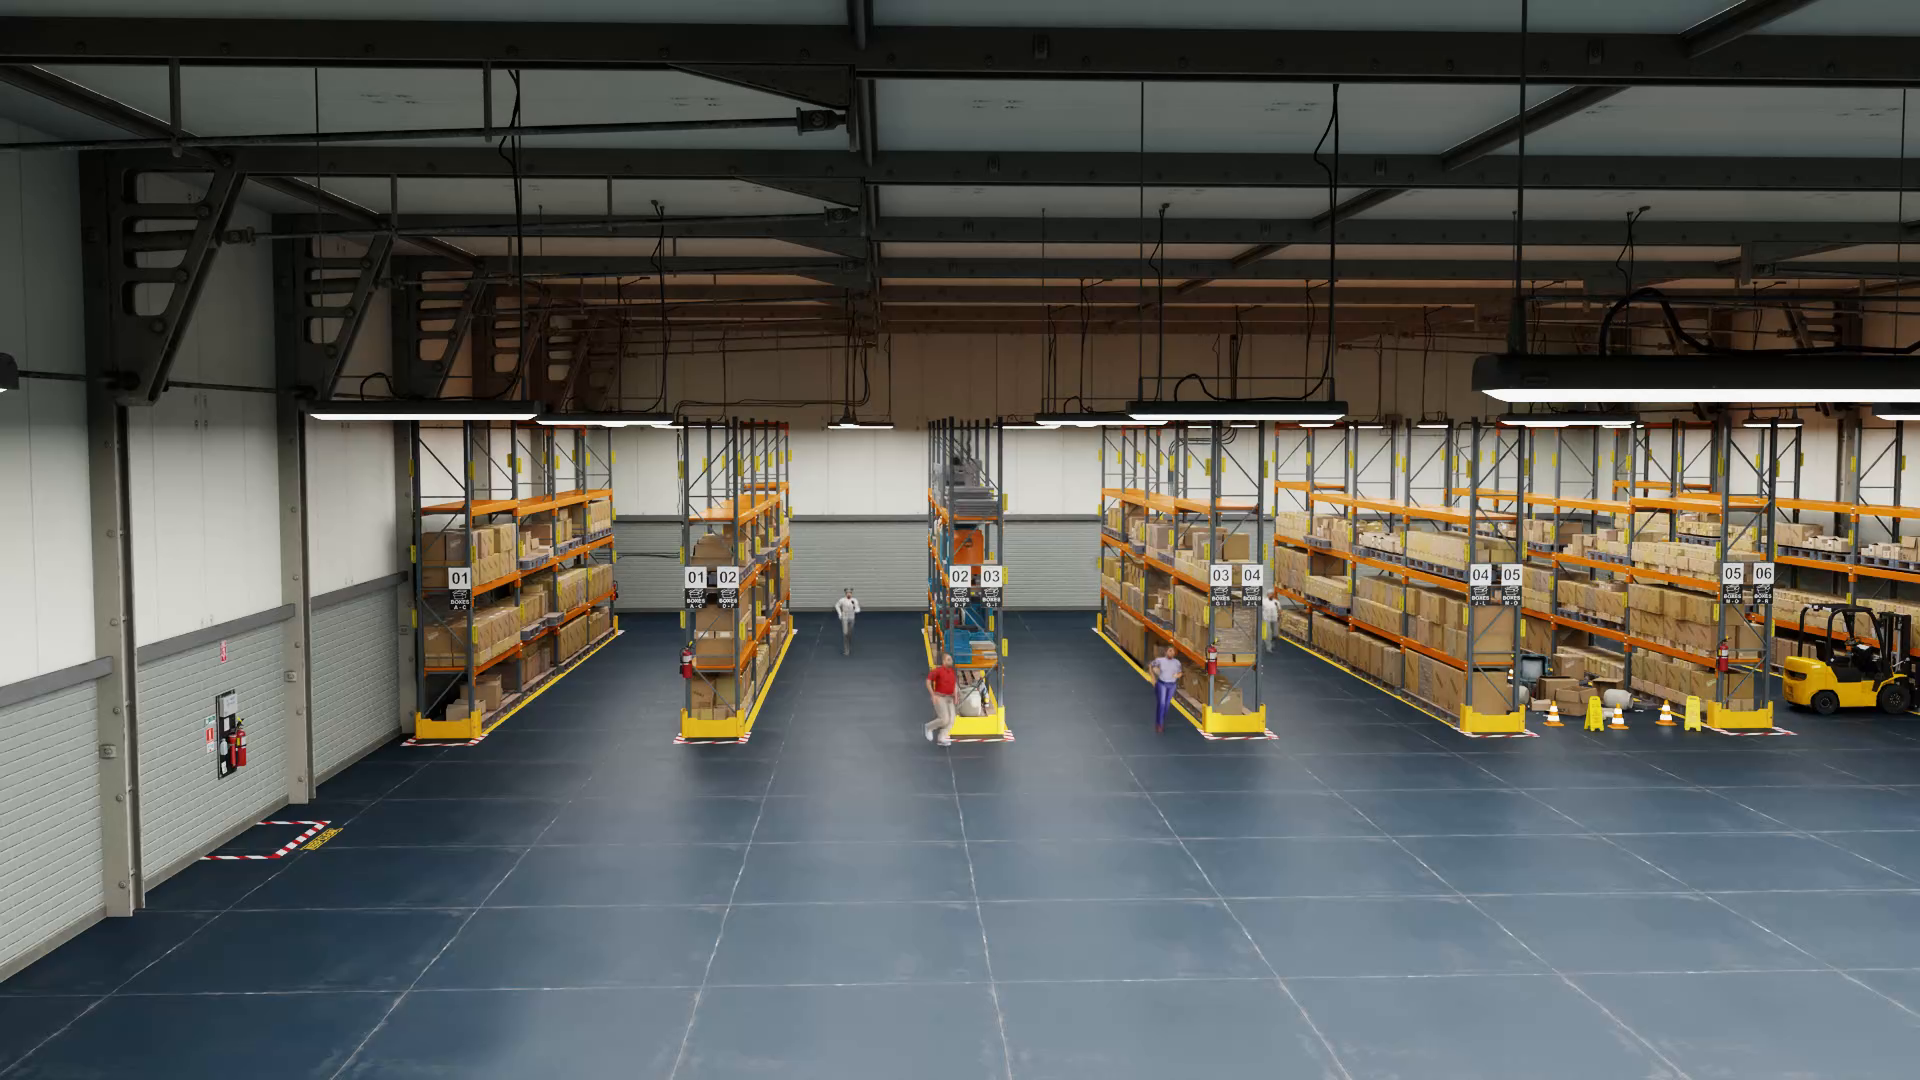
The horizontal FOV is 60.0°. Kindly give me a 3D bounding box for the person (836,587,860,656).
[{"bbox_3d":[-2.872,2.079,42.858,0.602,1.745,0.814,-1,4,-13],"label":"person"}]

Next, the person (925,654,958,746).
[{"bbox_3d":[-0.308,2.910,30.365,0.537,1.664,0.709,3,5,42],"label":"person"}]

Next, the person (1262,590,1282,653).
[{"bbox_3d":[8.051,2.099,43.187,0.638,1.626,0.653,0,4,-4],"label":"person"}]

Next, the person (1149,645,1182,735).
[{"bbox_3d":[3.954,2.851,31.825,0.600,1.680,0.760,-1,4,-12],"label":"person"}]
